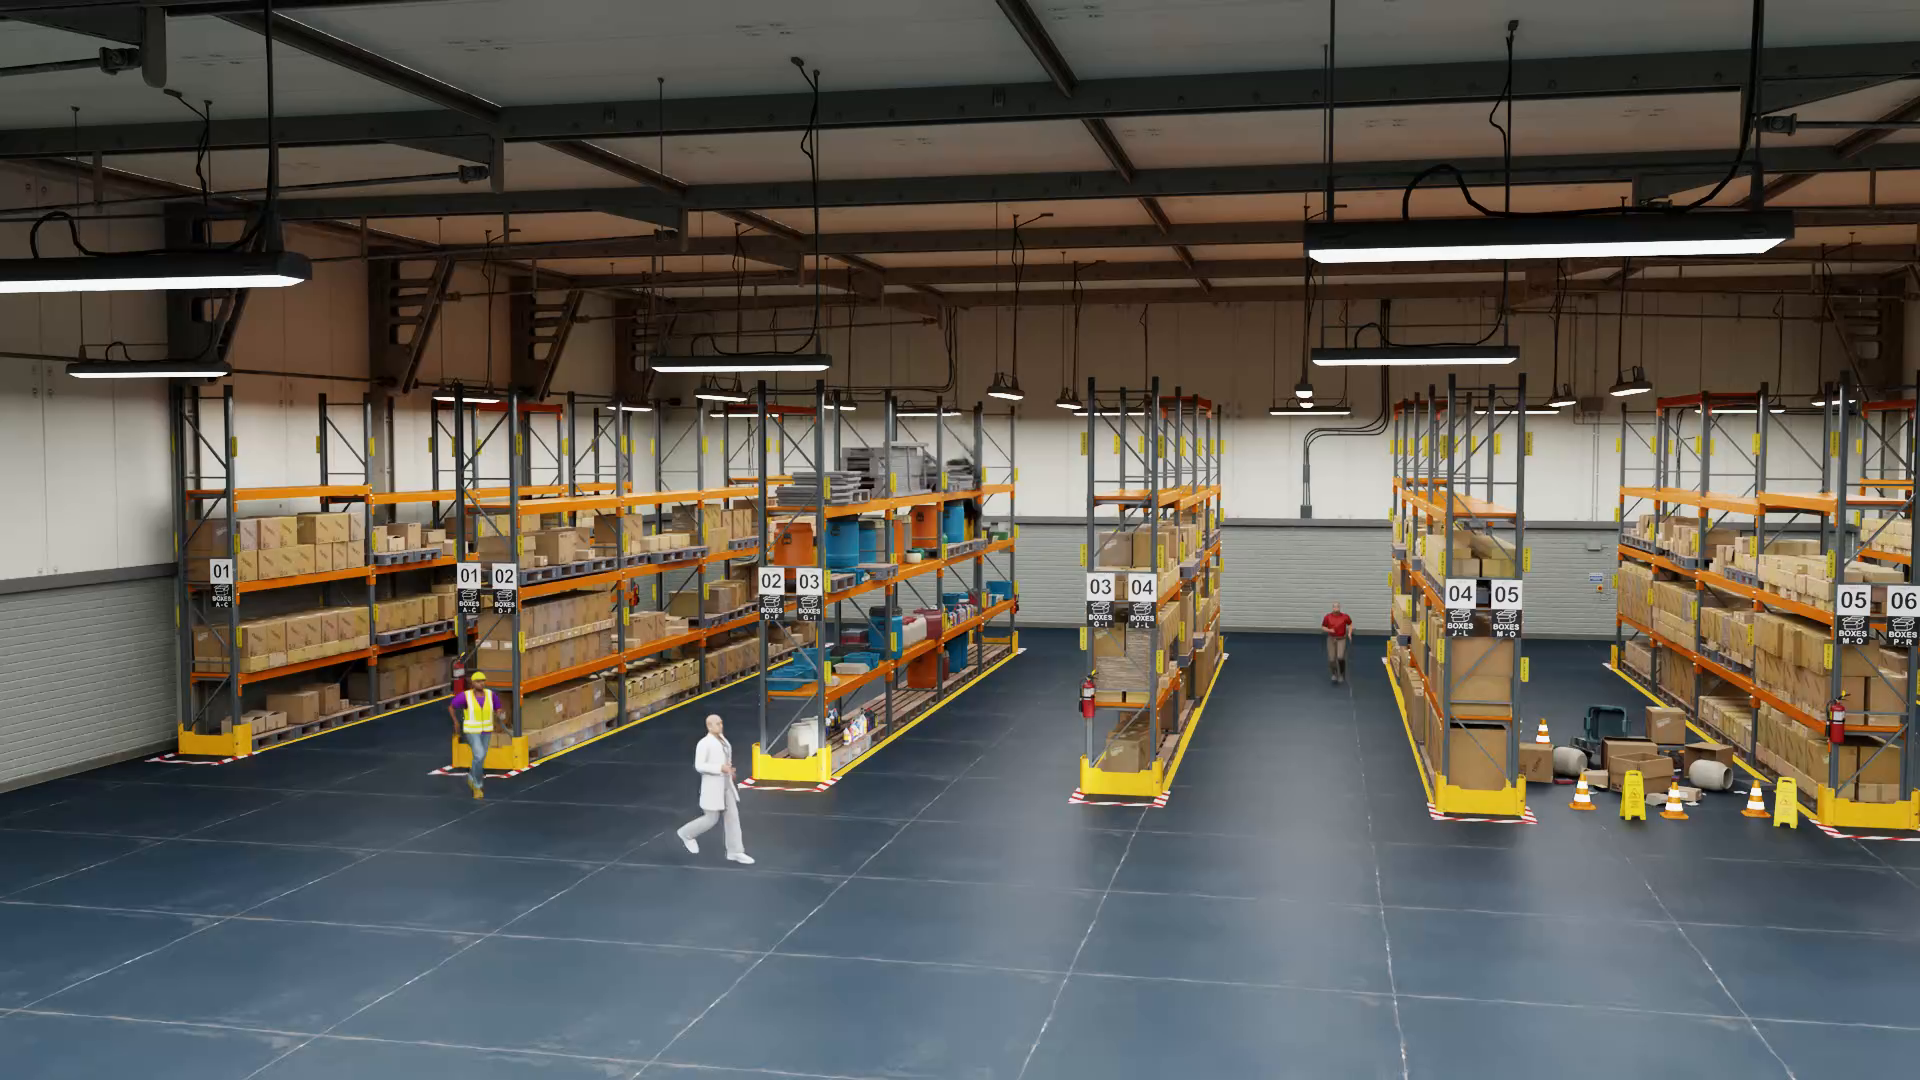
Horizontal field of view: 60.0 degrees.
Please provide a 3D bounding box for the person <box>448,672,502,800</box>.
[{"bbox_3d":[-6.911,2.794,23.904,0.678,1.828,0.775,-3,4,-43],"label":"person"}]

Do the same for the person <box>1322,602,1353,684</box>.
[{"bbox_3d":[7.974,2.182,35.195,0.640,1.738,0.702,1,3,18],"label":"person"}]

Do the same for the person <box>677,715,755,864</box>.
[{"bbox_3d":[-2.932,2.976,19.973,1.047,1.768,0.708,2,4,28],"label":"person"}]
